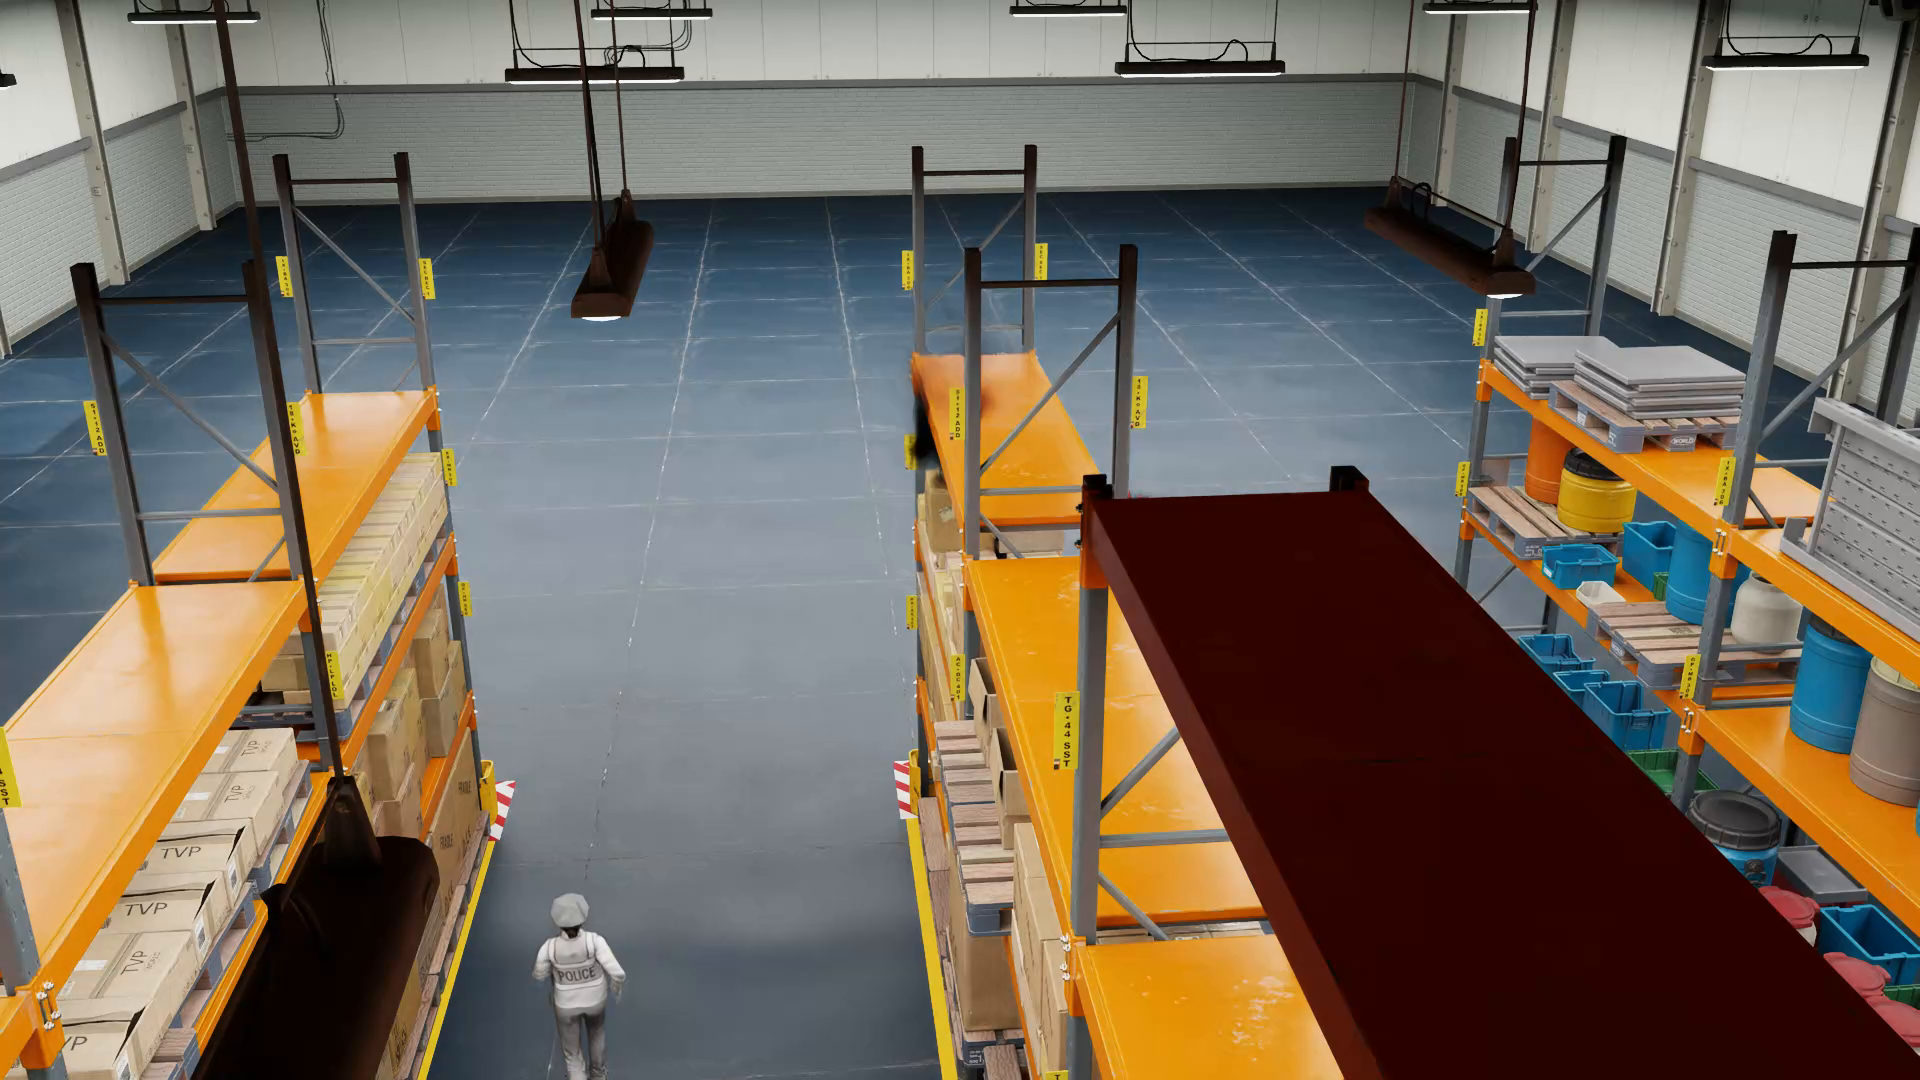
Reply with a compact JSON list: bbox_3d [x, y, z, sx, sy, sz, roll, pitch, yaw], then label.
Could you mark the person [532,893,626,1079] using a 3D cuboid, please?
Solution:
[{"bbox_3d":[-2.572,3.180,11.294,0.587,1.737,0.807,-7,23,-18],"label":"person"}]
